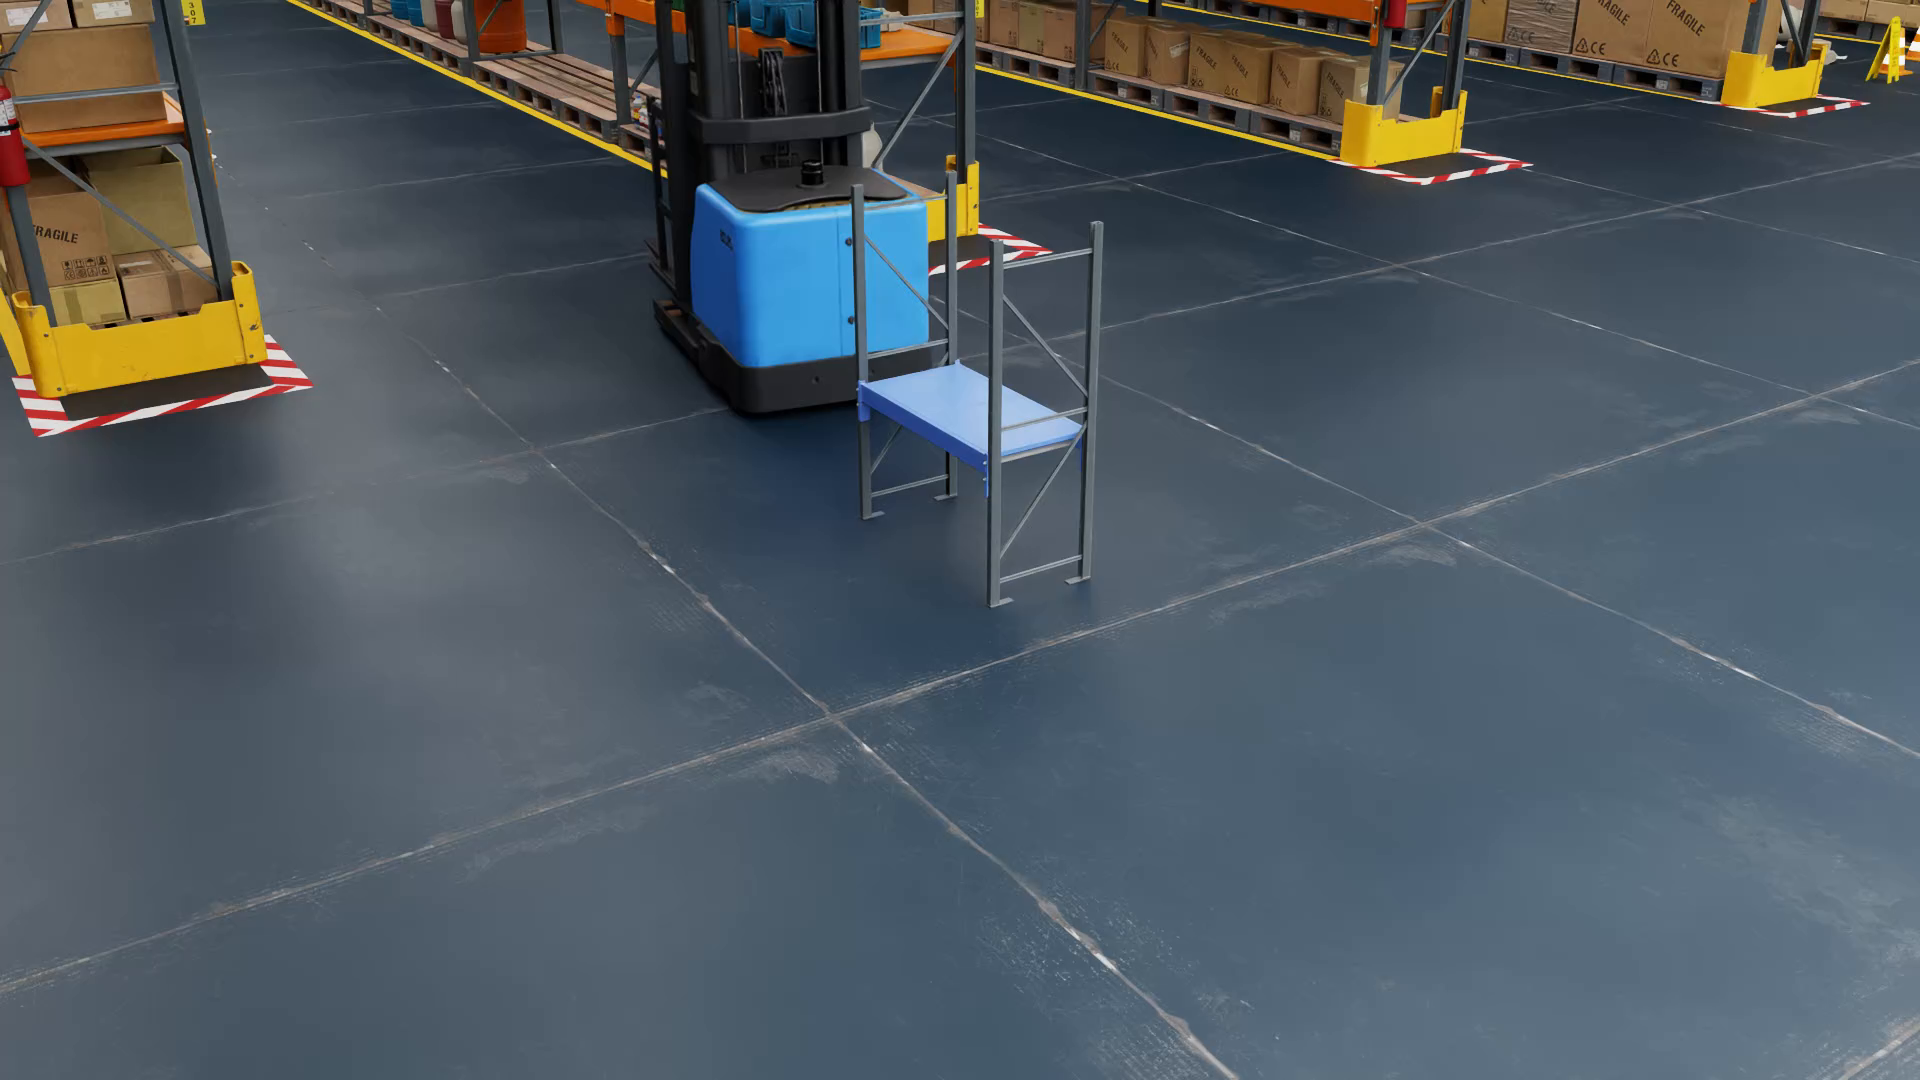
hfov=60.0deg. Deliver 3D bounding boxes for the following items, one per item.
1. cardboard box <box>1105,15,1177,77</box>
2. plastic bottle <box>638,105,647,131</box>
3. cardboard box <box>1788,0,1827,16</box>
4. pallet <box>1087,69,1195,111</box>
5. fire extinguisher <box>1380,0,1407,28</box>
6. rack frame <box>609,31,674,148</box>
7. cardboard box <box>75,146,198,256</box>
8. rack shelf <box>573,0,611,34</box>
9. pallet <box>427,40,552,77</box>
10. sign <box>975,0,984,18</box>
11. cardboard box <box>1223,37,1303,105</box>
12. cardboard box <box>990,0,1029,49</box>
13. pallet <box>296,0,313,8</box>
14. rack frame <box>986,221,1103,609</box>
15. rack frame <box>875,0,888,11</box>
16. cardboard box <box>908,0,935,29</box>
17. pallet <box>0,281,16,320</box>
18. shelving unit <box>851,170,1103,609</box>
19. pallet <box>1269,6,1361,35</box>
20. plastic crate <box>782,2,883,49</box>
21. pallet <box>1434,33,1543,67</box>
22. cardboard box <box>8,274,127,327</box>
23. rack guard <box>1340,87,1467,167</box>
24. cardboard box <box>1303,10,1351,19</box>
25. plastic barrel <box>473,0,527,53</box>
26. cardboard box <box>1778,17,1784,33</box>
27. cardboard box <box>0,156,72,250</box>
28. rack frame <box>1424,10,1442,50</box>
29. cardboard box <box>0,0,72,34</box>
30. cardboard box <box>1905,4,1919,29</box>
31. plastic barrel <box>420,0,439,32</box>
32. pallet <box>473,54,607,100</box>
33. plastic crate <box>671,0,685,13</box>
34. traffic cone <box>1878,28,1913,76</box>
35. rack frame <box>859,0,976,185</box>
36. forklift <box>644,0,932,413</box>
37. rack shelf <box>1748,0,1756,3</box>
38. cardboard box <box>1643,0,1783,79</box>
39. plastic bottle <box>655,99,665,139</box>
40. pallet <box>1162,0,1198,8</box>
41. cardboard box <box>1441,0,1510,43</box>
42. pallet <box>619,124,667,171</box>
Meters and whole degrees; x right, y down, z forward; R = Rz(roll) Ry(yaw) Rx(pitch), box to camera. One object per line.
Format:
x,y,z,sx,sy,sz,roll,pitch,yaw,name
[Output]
1.806,-4.953,16.664,0.500,0.500,0.500,-17,30,-31,cardboard box
-2.666,-3.572,14.066,0.097,0.201,0.097,0,25,0,plastic bottle
10.613,-6.650,20.552,0.500,0.250,0.500,-16,30,-30,cardboard box
2.017,-4.553,16.647,1.003,0.211,1.213,-16,29,-30,pallet
3.481,-4.432,13.214,0.296,0.674,0.183,-16,29,-30,fire extinguisher
-2.529,-4.891,14.098,1.000,3.000,0.127,-16,29,-30,rack frame
-4.878,-2.015,9.856,0.500,0.500,0.500,-16,29,-30,cardboard box
-3.620,-5.281,15.767,1.077,0.370,4.000,-16,29,-30,rack shelf
-5.178,-5.333,18.300,1.003,0.211,1.213,-16,29,-30,pallet
0.118,-3.712,11.276,0.100,0.325,0.005,-16,29,-30,sign
2.797,-4.336,15.357,0.500,0.500,0.500,-13,28,-25,cardboard box
0.754,-5.714,18.253,0.700,0.500,0.500,-18,31,-34,cardboard box
-8.662,-7.618,23.141,1.003,0.211,1.213,-16,29,-30,pallet
0.324,-0.466,6.480,0.500,1.500,0.032,-16,29,-30,rack frame
-0.562,-7.476,19.573,1.000,3.000,0.127,-16,29,-30,rack frame
-0.180,-6.310,19.515,0.700,0.500,0.500,-17,30,-32,cardboard box
-5.612,-1.746,10.702,1.003,0.211,1.213,-16,29,-30,pallet
0.047,-0.648,6.865,0.538,1.500,1.048,-16,29,-30,shelving unit
4.678,-6.600,20.983,1.003,0.211,1.213,-16,29,-30,pallet
-0.869,-3.503,11.330,0.499,0.251,0.616,-16,29,-30,plastic crate
6.182,-5.614,18.895,1.003,0.211,1.213,-16,29,-30,pallet
-5.038,-1.377,9.382,0.500,0.250,0.500,-16,29,-30,cardboard box
3.763,-3.512,14.103,1.175,0.500,0.348,-16,29,-30,rack guard
4.894,-6.885,20.464,1.050,0.750,0.750,-16,29,-30,cardboard box
-4.994,-5.702,17.864,0.600,0.830,0.708,-16,29,-30,plastic barrel
9.028,-5.834,19.018,0.637,0.503,0.797,7,26,15,cardboard box
-5.597,-2.070,9.972,0.500,0.500,0.500,-16,29,-30,cardboard box
5.832,-7.165,18.915,1.000,3.000,0.127,-16,29,-30,rack frame
-4.865,-2.738,8.660,0.380,0.149,0.250,-16,30,-30,cardboard box
11.428,-6.106,19.399,0.500,0.250,0.500,-16,29,-30,cardboard box
-5.993,-6.143,19.171,0.421,0.512,0.421,0,25,0,plastic barrel
-4.322,-4.775,17.117,1.003,0.211,1.213,-16,29,-30,pallet
-2.024,-4.244,12.975,0.450,0.188,0.662,-16,29,-30,plastic crate
10.048,-5.250,17.829,0.336,0.463,0.334,-16,29,-30,traffic cone
-0.345,-3.461,11.067,1.000,3.000,0.127,-16,29,-30,rack frame
-1.182,-2.574,9.270,1.130,2.935,3.031,-10,27,-20,forklift
6.924,-6.125,17.553,1.077,0.370,4.000,-16,29,-30,rack shelf
7.590,-5.191,16.729,0.875,0.875,0.875,-15,29,-29,cardboard box
-2.436,-3.507,13.753,0.144,0.351,0.185,-15,29,-28,plastic bottle
3.223,-7.615,23.133,1.003,0.211,1.213,-16,29,-30,pallet
6.117,-6.153,18.768,0.875,0.875,0.875,-15,29,-29,cardboard box
-2.197,-3.380,14.164,1.003,0.211,1.213,-16,29,-30,pallet
